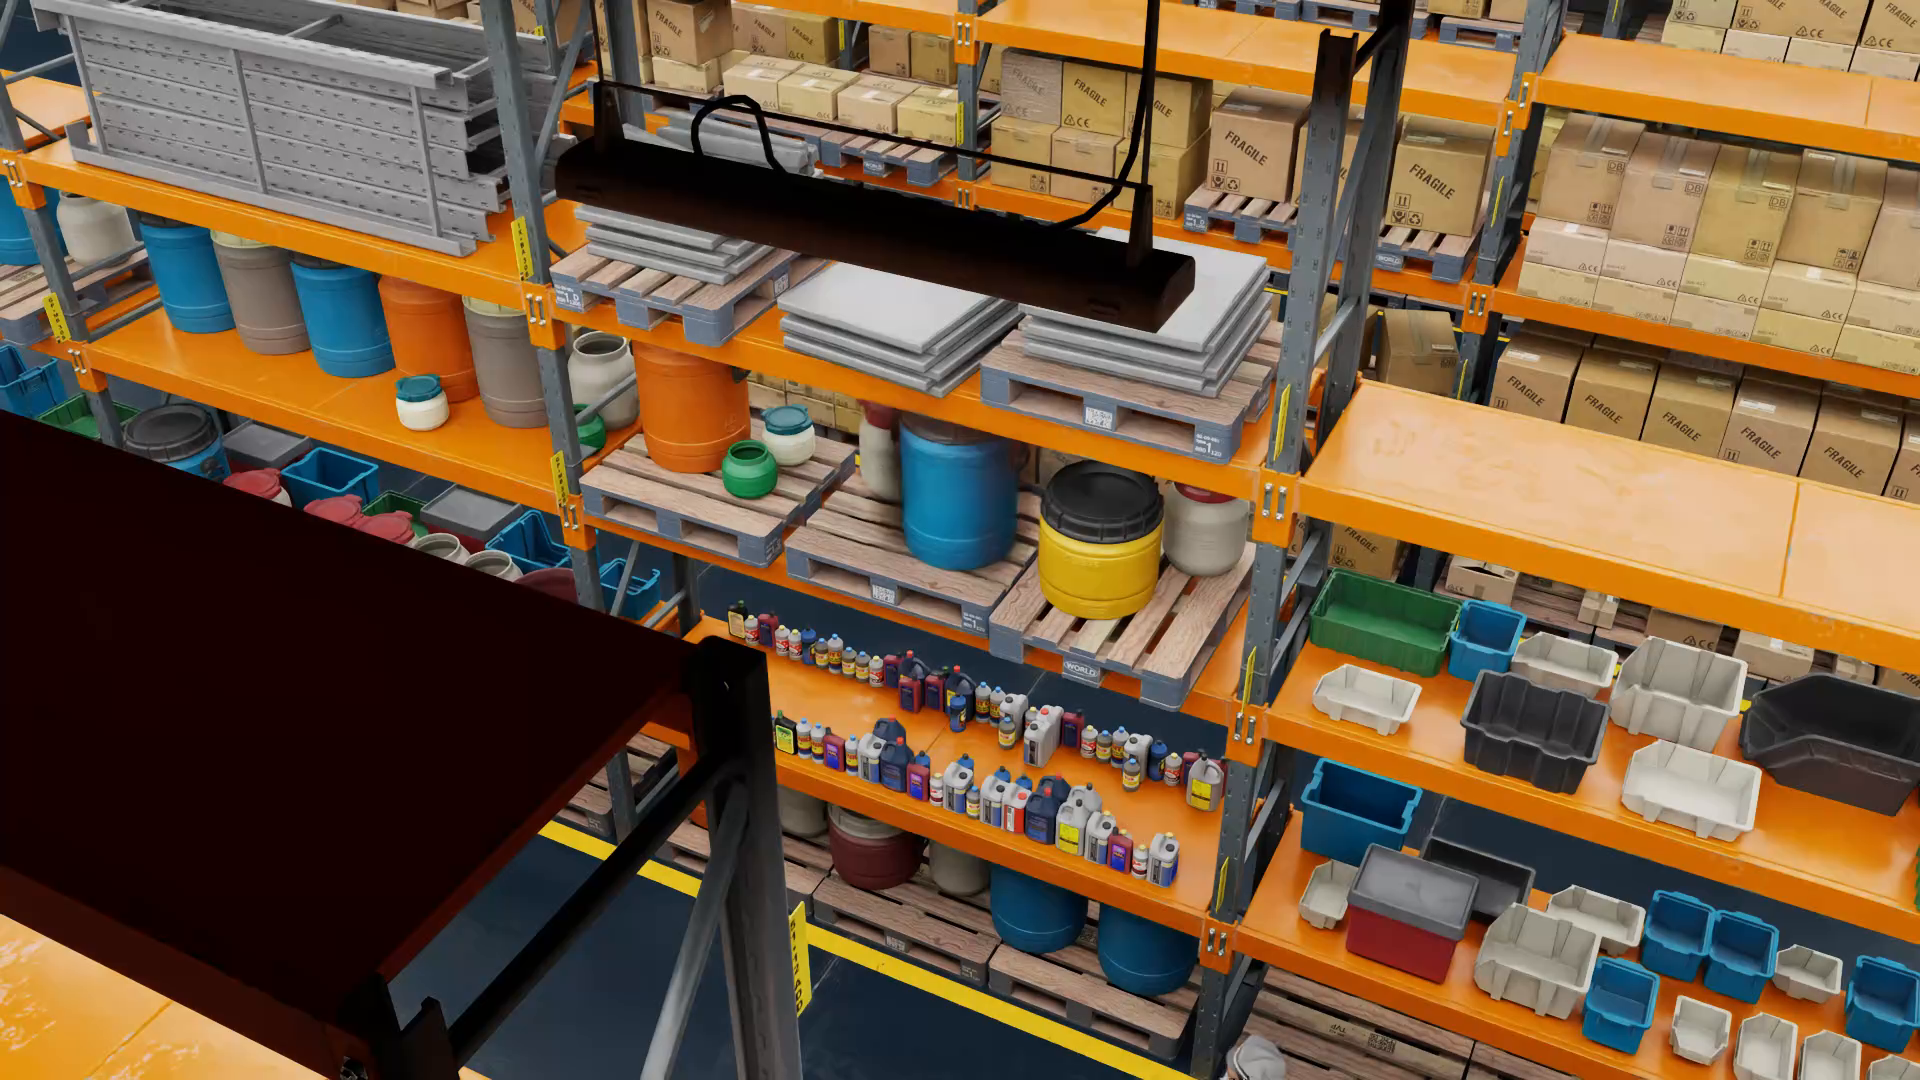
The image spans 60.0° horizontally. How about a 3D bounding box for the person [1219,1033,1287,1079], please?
[{"bbox_3d":[1.326,3.009,8.133,1.042,1.620,0.501,5,35,7],"label":"person"}]
